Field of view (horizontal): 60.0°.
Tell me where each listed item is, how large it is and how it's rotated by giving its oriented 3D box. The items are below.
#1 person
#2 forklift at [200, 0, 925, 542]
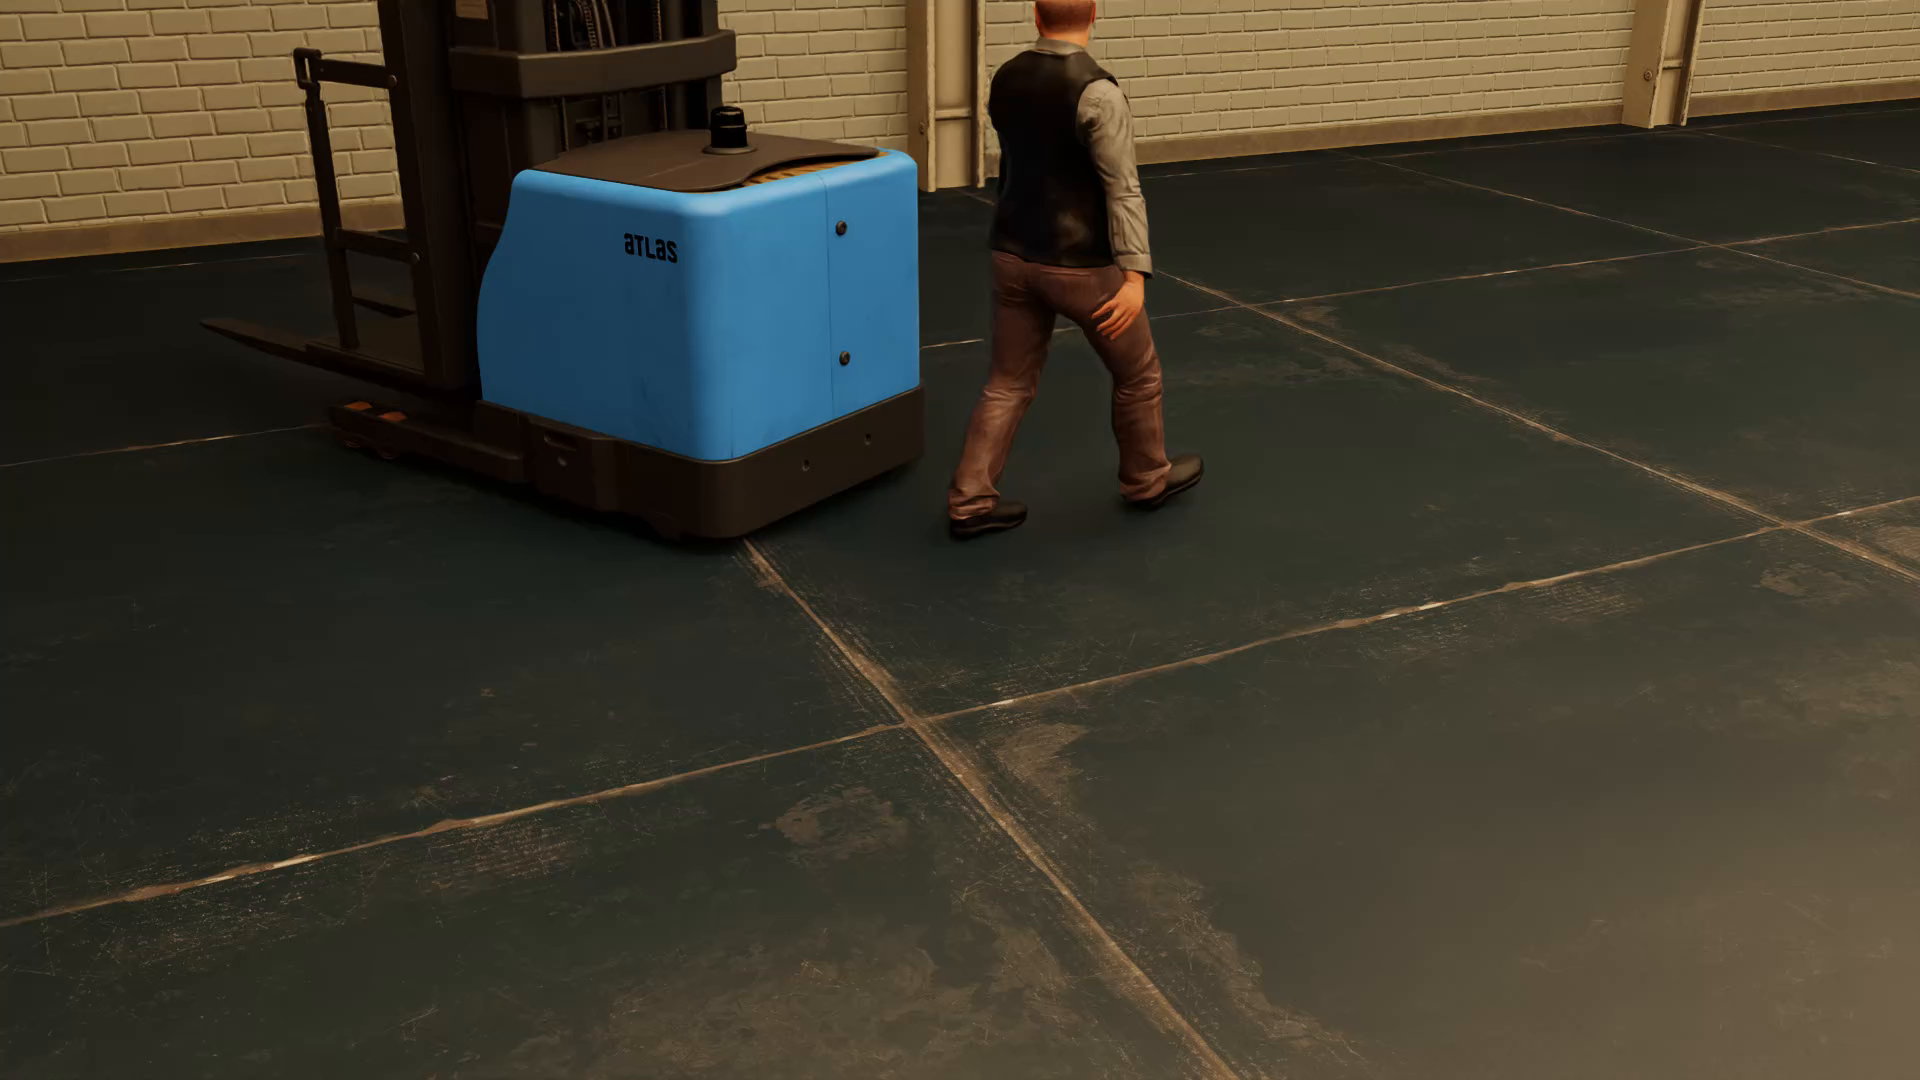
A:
[{"bbox_3d":[0.391,-0.834,4.970,0.667,1.674,0.892,20,30,40],"label":"person"},{"bbox_3d":[-1.609,-1.779,5.568,3.031,2.935,1.130,16,27,33],"label":"forklift"}]
